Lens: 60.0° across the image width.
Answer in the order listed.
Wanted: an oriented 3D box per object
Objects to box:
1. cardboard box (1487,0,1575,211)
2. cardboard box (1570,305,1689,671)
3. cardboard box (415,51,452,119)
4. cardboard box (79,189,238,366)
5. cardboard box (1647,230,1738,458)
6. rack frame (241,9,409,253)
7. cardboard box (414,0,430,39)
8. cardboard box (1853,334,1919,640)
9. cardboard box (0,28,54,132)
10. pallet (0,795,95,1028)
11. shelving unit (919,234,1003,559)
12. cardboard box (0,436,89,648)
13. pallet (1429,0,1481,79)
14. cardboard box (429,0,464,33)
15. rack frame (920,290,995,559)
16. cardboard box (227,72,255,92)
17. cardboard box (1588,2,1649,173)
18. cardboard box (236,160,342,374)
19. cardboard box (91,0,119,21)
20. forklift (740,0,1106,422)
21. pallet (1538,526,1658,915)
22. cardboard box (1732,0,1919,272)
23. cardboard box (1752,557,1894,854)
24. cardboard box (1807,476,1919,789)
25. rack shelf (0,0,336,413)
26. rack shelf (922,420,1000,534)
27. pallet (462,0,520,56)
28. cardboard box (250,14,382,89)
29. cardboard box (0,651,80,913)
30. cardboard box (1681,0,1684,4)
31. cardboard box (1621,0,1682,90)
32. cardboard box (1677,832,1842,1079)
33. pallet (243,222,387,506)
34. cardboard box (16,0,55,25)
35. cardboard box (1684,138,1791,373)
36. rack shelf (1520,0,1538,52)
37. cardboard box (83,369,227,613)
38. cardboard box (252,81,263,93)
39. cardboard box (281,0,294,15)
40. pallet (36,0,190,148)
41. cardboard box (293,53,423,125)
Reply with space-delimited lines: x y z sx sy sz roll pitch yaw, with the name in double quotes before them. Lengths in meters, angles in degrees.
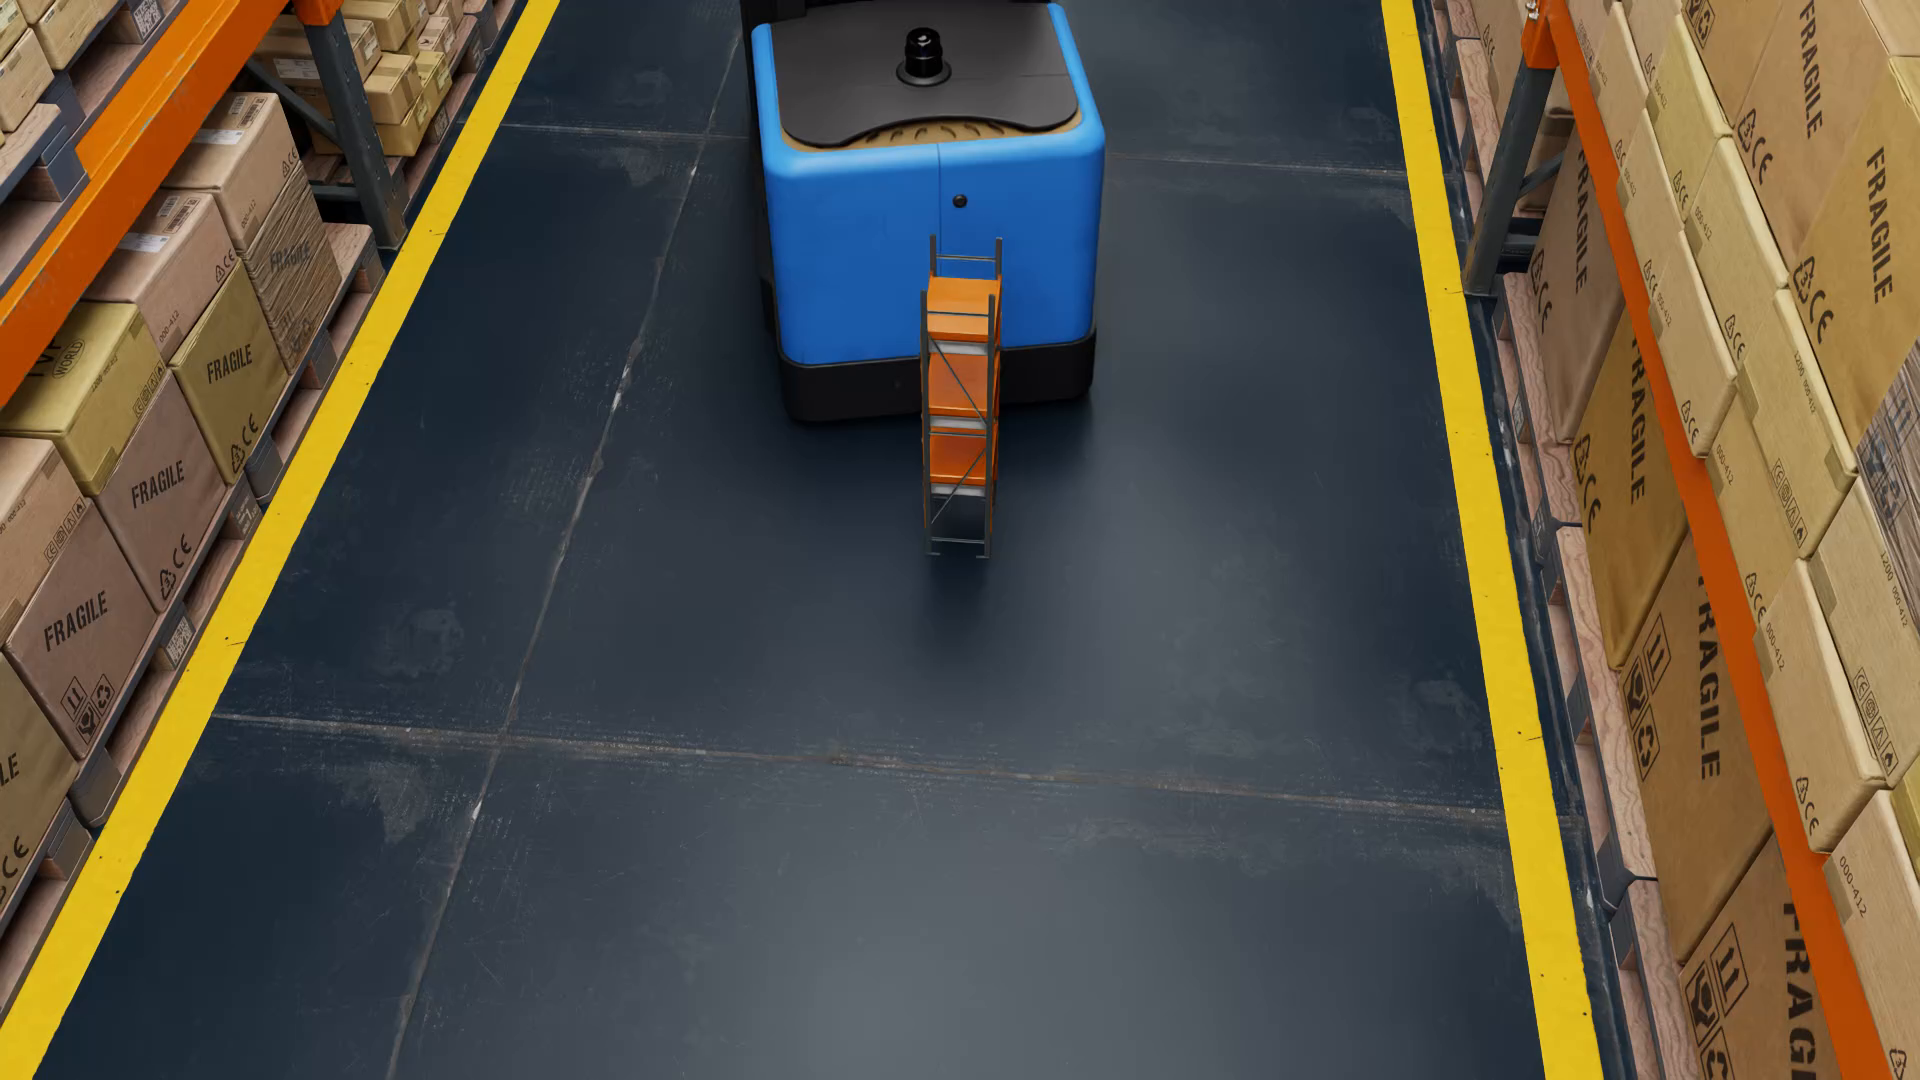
"cardboard box" 2.504 -1.641 6.170 0.875 0.438 0.875 3 48 3
"cardboard box" 2.288 -0.209 4.564 0.875 0.875 0.875 5 48 5
"cardboard box" -2.221 -1.790 6.501 0.380 0.149 0.250 5 48 5
"cardboard box" -2.475 -0.779 4.831 0.500 0.250 0.500 6 48 5
"cardboard box" 1.874 -0.431 3.713 0.500 0.250 0.500 3 48 3
"rack frame" -2.599 -2.169 5.201 1.000 3.000 0.127 4 48 4
"cardboard box" -2.327 -2.067 6.553 0.380 0.149 0.250 4 48 3
"cardboard box" 1.800 -0.117 2.579 0.500 0.500 0.500 5 48 4
"cardboard box" -2.528 -1.158 4.162 0.380 0.149 0.250 2 48 2
"pallet" -2.891 1.138 4.066 1.003 0.211 1.213 4 48 4
"shelving unit" 0.005 -0.394 4.899 0.215 1.050 0.252 4 48 4
"cardboard box" -2.555 -0.006 4.124 0.500 0.250 0.500 4 48 4
"pallet" 2.596 -2.421 7.322 1.003 0.211 1.213 4 48 4
"cardboard box" -2.277 -2.166 6.845 0.380 0.149 0.250 3 48 3
"rack frame" -0.006 -0.304 4.817 0.200 1.050 0.008 4 48 4
"cardboard box" -2.887 -1.701 6.219 0.380 0.149 0.250 5 48 4
"cardboard box" 1.991 -1.173 4.392 0.500 0.250 0.500 3 48 3
"cardboard box" -2.415 -0.906 5.455 0.500 0.500 0.500 3 48 3
"cardboard box" -2.486 -1.547 4.517 0.380 0.149 0.250 4 48 3
"forklift" -0.258 -2.482 5.533 1.130 2.935 3.031 -6 48 -5
"pallet" 2.236 0.502 4.648 1.003 0.211 1.213 4 48 4
"cardboard box" 1.906 -0.853 3.252 0.500 0.500 0.500 3 48 3
"cardboard box" 1.794 0.314 3.031 0.500 0.250 0.500 5 48 4
"cardboard box" 1.809 0.161 2.833 0.500 0.250 0.500 3 48 3
"rack shelf" -2.781 -0.456 4.122 1.077 0.370 4.000 4 48 4
"rack shelf" 0.005 -0.199 5.111 0.215 0.259 0.240 4 48 4
"pallet" -2.464 -2.622 7.505 1.003 0.211 1.213 4 48 4
"cardboard box" -2.361 -1.788 6.097 0.380 0.149 0.250 6 48 5
"cardboard box" -2.603 0.600 4.078 0.500 0.500 0.500 4 48 4
"cardboard box" 1.995 -1.601 3.937 0.500 0.500 0.500 4 48 3
"cardboard box" 1.999 -1.339 4.204 0.500 0.250 0.500 5 48 4
"cardboard box" 2.121 1.103 3.364 0.875 0.875 0.875 3 48 3
"pallet" -2.668 -0.655 5.706 1.003 0.211 1.213 4 48 4
"cardboard box" -2.507 -1.443 4.221 0.380 0.149 0.250 2 48 2
"cardboard box" 1.883 -0.598 3.527 0.500 0.250 0.500 3 48 2
"rack shelf" 2.522 -3.137 6.574 1.077 0.370 4.000 4 48 4
"cardboard box" -2.514 -0.152 4.766 0.500 0.500 0.500 3 48 3
"cardboard box" -2.902 -1.659 6.382 0.380 0.149 0.250 4 48 4
"cardboard box" -2.868 -2.099 6.583 0.380 0.149 0.250 2 48 2
"pallet" -2.813 -1.552 4.767 1.003 0.211 1.213 4 48 4
"cardboard box" -2.247 -1.693 6.212 0.380 0.149 0.250 6 48 5
